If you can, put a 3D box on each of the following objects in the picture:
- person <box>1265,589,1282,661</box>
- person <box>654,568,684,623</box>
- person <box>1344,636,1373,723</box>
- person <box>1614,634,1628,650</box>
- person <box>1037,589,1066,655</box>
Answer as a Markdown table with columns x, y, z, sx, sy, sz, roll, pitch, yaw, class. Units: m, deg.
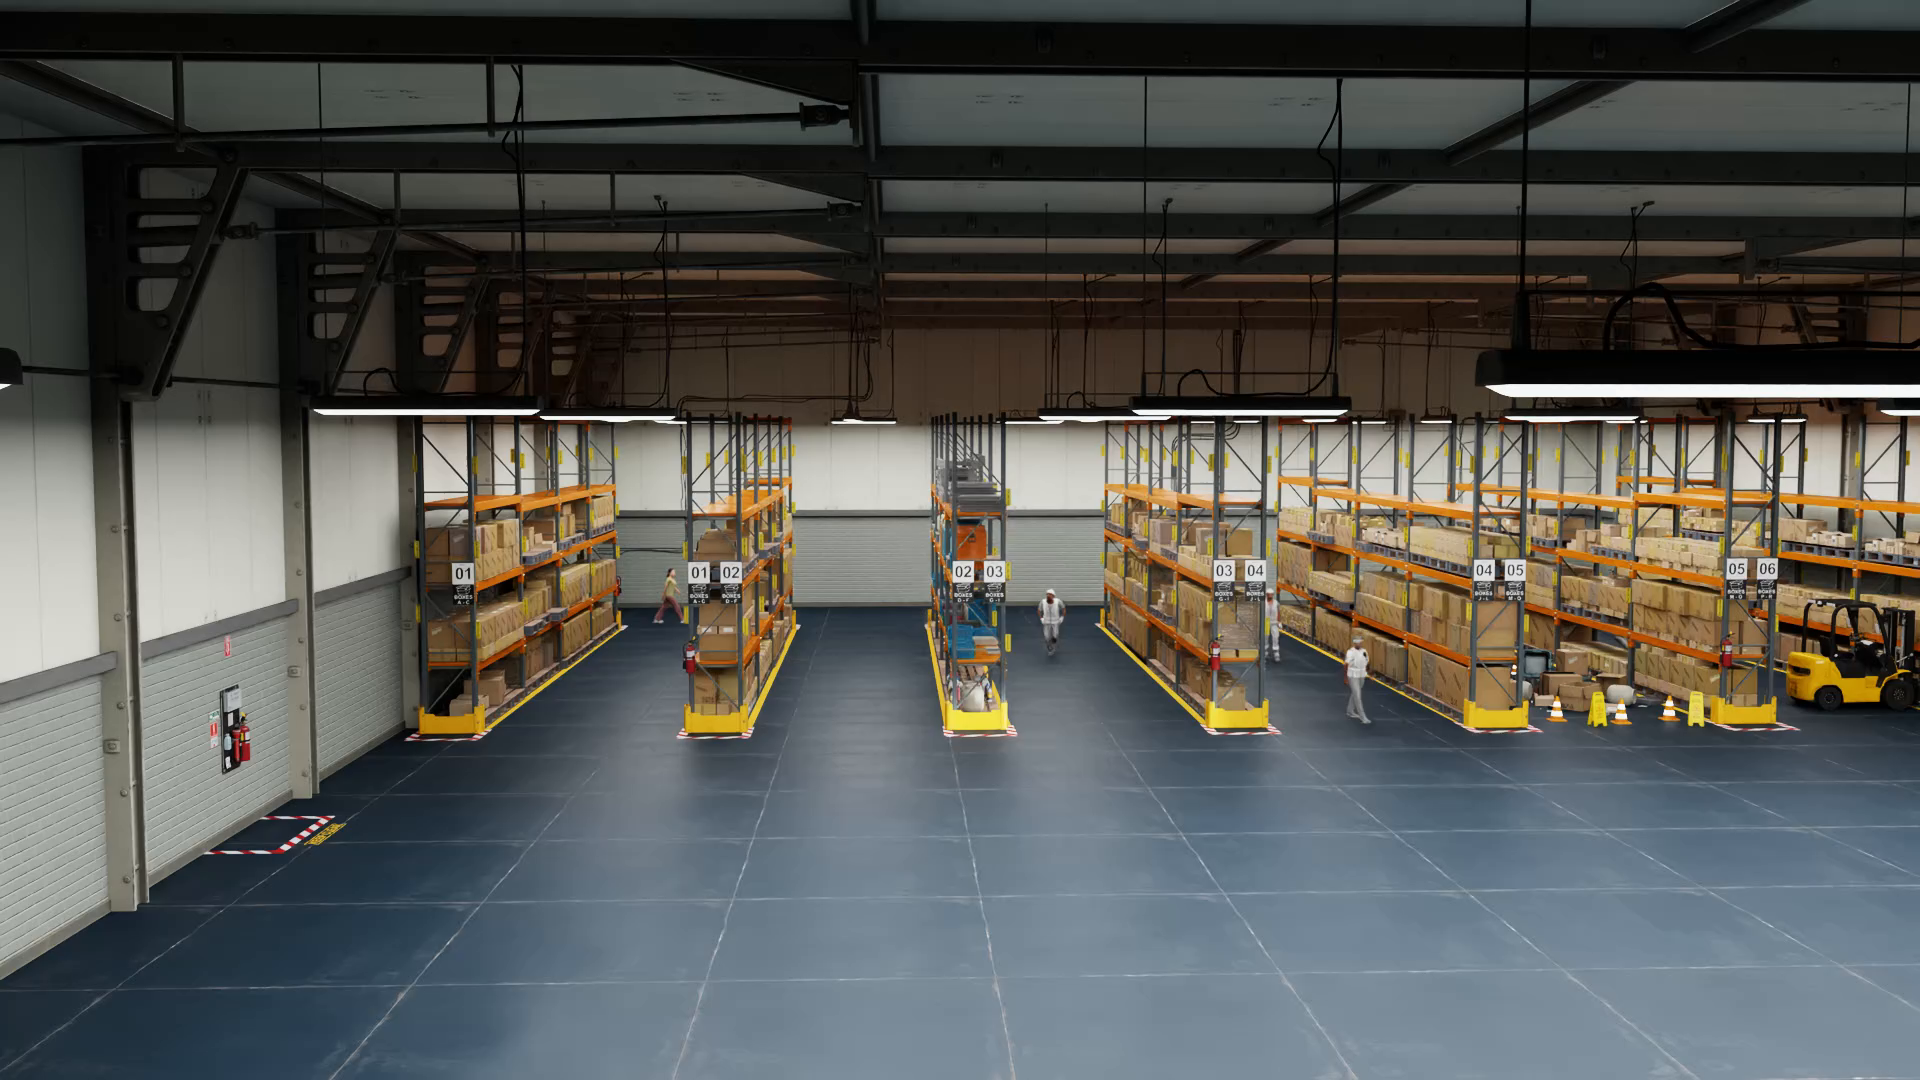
| x | y | z | sx | sy | sz | roll | pitch | yaw | class |
| --- | --- | --- | --- | --- | --- | --- | --- | --- | --- |
| 7.590 | 2.058 | 40.587 | 0.587 | 1.742 | 0.926 | 0 | 4 | 5 | person |
| -8.351 | 1.614 | 48.249 | 1.089 | 1.593 | 0.421 | 0 | 4 | -7 | person |
| 7.778 | 2.681 | 32.368 | 0.465 | 1.646 | 0.869 | -2 | 4 | -23 | person |
| 16.632 | 2.035 | 41.571 | 0.600 | 1.727 | 0.693 | -1 | 4 | -18 | person |
| 2.293 | 2.057 | 41.533 | 0.727 | 1.687 | 0.628 | 0 | 4 | 5 | person |
